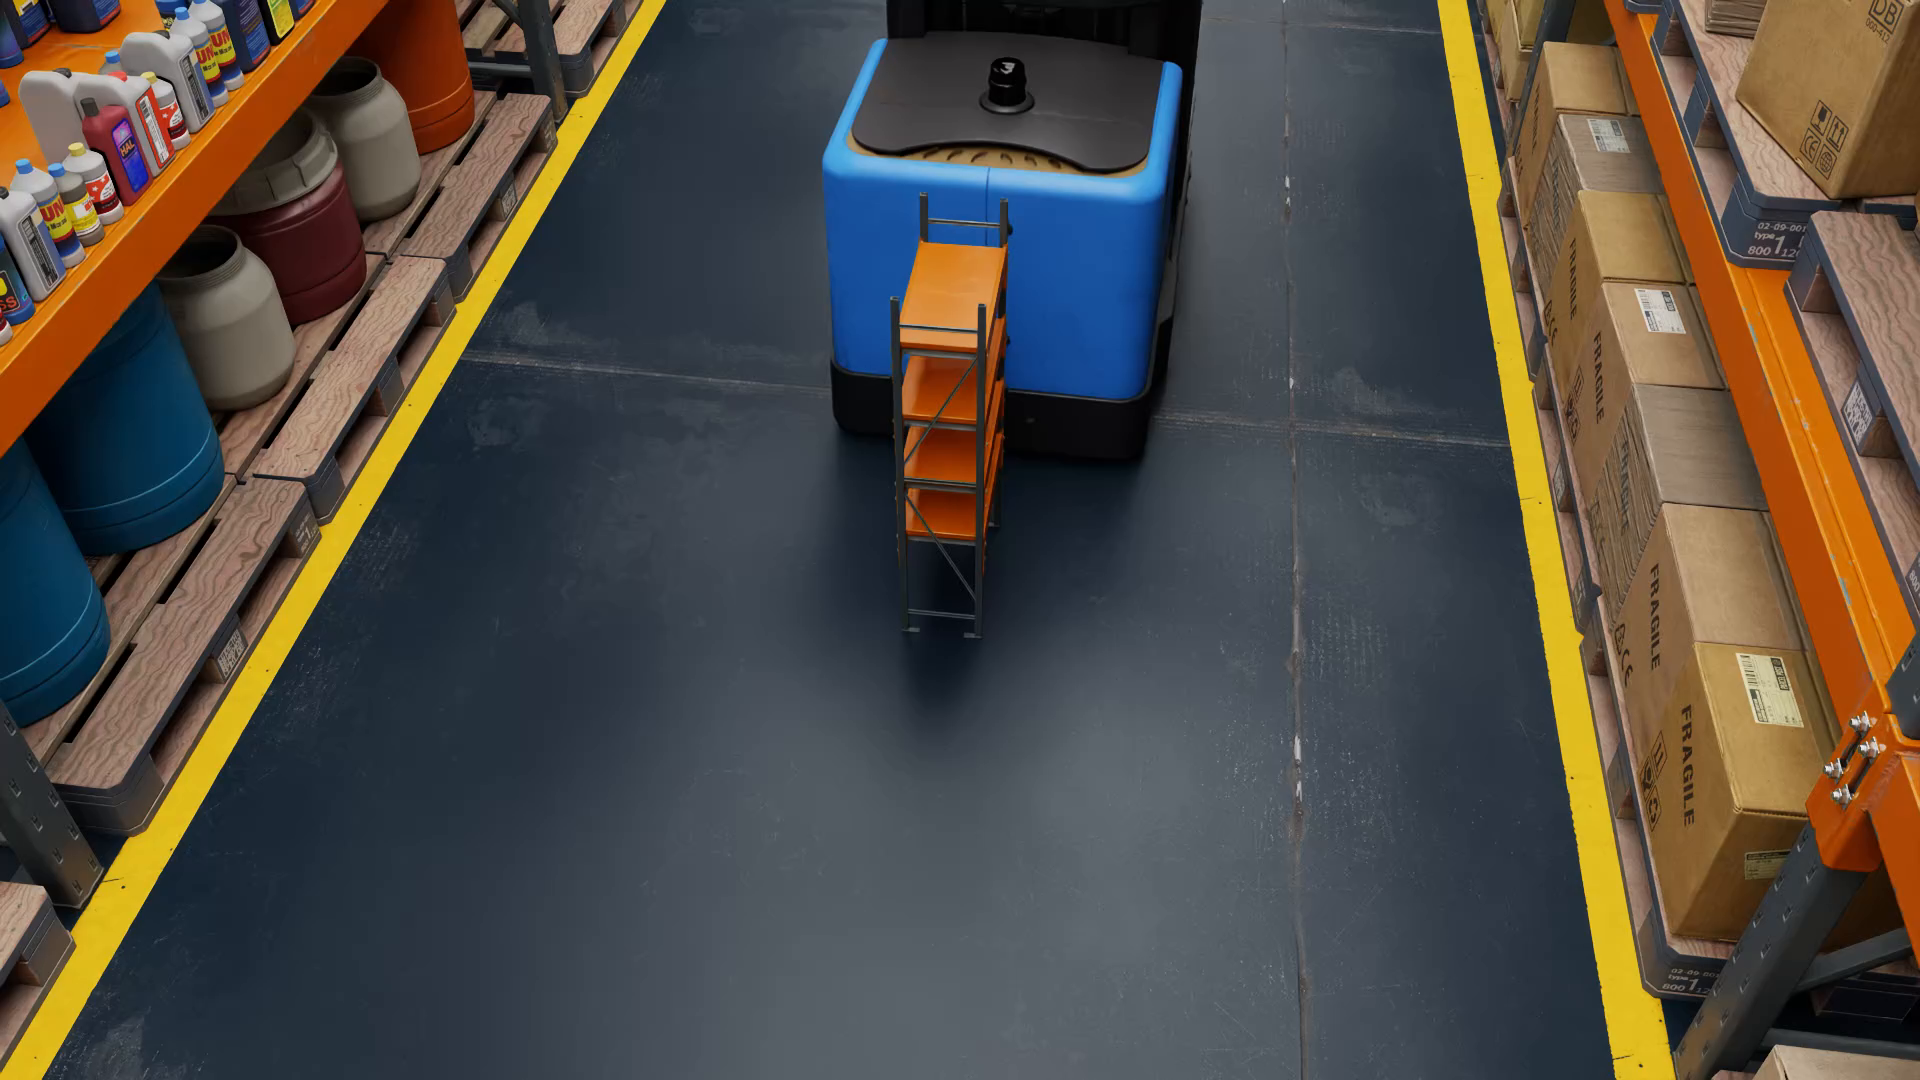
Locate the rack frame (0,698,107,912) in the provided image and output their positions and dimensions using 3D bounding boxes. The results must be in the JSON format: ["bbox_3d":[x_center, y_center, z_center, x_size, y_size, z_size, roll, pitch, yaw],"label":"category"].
[{"bbox_3d":[-2.730,-0.228,3.309,1.000,3.000,0.127,5,44,6],"label":"rack frame"}]

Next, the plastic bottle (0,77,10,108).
[{"bbox_3d":[-2.709,-1.323,4.559,0.097,0.271,0.097,0,43,0],"label":"plastic bottle"}]

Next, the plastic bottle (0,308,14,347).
[{"bbox_3d":[-2.244,-0.538,3.781,0.097,0.201,0.097,0,43,0],"label":"plastic bottle"}]

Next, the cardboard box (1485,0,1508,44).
[{"bbox_3d":[2.601,-2.388,7.285,0.500,0.250,0.500,5,44,5],"label":"cardboard box"}]

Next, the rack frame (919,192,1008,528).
[{"bbox_3d":[0.010,-0.489,4.894,0.240,1.200,0.015,5,44,6],"label":"rack frame"}]

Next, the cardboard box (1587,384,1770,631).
[{"bbox_3d":[2.101,-0.068,4.638,0.500,0.500,0.500,6,44,6],"label":"cardboard box"}]

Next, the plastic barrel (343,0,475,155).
[{"bbox_3d":[-2.249,-1.984,6.436,0.600,0.830,0.708,5,44,6],"label":"plastic barrel"}]

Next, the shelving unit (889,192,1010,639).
[{"bbox_3d":[-0.022,-0.323,4.718,0.258,1.200,0.503,5,44,6],"label":"shelving unit"}]

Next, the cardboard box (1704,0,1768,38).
[{"bbox_3d":[2.426,-1.645,4.427,0.700,0.500,0.500,13,45,13],"label":"cardboard box"}]

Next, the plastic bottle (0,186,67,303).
[{"bbox_3d":[-2.243,-0.713,3.912,0.152,0.276,0.135,5,44,6],"label":"plastic bottle"}]

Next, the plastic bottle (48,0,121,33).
[{"bbox_3d":[-2.619,-1.695,4.894,0.144,0.351,0.185,5,44,6],"label":"plastic bottle"}]

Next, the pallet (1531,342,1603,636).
[{"bbox_3d":[2.408,-0.154,5.260,1.003,0.211,1.213,5,44,6],"label":"pallet"}]

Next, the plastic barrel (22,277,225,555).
[{"bbox_3d":[-2.548,-0.470,4.786,0.600,0.901,0.708,5,44,6],"label":"plastic barrel"}]

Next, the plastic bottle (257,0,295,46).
[{"bbox_3d":[-2.025,-1.602,4.845,0.061,0.283,0.133,5,44,6],"label":"plastic bottle"}]

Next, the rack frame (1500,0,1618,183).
[{"bbox_3d":[2.708,-2.501,5.710,1.000,3.000,0.127,5,44,6],"label":"rack frame"}]

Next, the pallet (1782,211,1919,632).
[{"bbox_3d":[2.393,-0.240,3.462,1.003,0.211,1.213,5,44,6],"label":"pallet"}]

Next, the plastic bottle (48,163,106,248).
[{"bbox_3d":[-2.187,-0.829,4.088,0.097,0.201,0.097,0,43,0],"label":"plastic bottle"}]

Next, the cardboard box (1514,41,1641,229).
[{"bbox_3d":[2.365,-1.469,6.118,0.500,0.500,0.500,7,44,7],"label":"cardboard box"}]

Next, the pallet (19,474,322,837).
[{"bbox_3d":[-2.587,0.262,4.819,1.003,0.211,1.213,5,44,6],"label":"pallet"}]

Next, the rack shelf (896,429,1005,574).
[{"bbox_3d":[-0.022,-0.130,4.901,0.258,0.148,0.480,5,44,6],"label":"rack shelf"}]

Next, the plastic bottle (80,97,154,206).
[{"bbox_3d":[-2.141,-1.002,4.212,0.061,0.283,0.133,5,44,6],"label":"plastic bottle"}]

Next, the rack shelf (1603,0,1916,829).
[{"bbox_3d":[2.444,-0.877,4.518,1.077,0.370,4.000,5,44,6],"label":"rack shelf"}]

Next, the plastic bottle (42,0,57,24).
[{"bbox_3d":[-2.762,-1.698,4.952,0.152,0.276,0.135,5,44,6],"label":"plastic bottle"}]

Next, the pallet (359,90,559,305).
[{"bbox_3d":[-2.264,-1.401,6.576,1.003,0.211,1.213,5,44,6],"label":"pallet"}]

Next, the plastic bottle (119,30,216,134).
[{"bbox_3d":[-2.138,-1.253,4.482,0.152,0.276,0.135,5,44,6],"label":"plastic bottle"}]

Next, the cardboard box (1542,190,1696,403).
[{"bbox_3d":[2.230,-0.771,5.380,0.500,0.500,0.500,5,44,5],"label":"cardboard box"}]

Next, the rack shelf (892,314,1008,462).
[{"bbox_3d":[-0.022,-0.436,4.611,0.258,0.148,0.480,5,44,6],"label":"rack shelf"}]

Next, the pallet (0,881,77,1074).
[{"bbox_3d":[-2.789,1.289,3.735,1.003,0.211,1.213,5,44,6],"label":"pallet"}]

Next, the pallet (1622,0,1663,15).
[{"bbox_3d":[2.688,-1.963,5.281,1.213,0.211,1.003,5,44,6],"label":"pallet"}]

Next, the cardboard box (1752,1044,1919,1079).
[{"bbox_3d":[1.909,1.308,3.323,0.500,0.311,0.500,5,44,6],"label":"cardboard box"}]

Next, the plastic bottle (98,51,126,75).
[{"bbox_3d":[-2.264,-1.225,4.506,0.097,0.201,0.097,0,43,0],"label":"plastic bottle"}]

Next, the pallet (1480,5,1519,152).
[{"bbox_3d":[2.856,-2.046,7.258,1.003,0.211,1.213,5,44,6],"label":"pallet"}]

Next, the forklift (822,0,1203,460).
[{"bbox_3d":[0.329,-2.349,5.599,1.130,2.935,3.031,7,44,7],"label":"forklift"}]

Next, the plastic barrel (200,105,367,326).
[{"bbox_3d":[-2.398,-1.126,5.706,0.600,0.588,0.708,5,44,6],"label":"plastic barrel"}]

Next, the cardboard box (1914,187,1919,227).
[{"bbox_3d":[2.492,-0.741,3.473,0.700,0.500,0.500,12,45,12],"label":"cardboard box"}]

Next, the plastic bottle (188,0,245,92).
[{"bbox_3d":[-2.083,-1.394,4.634,0.097,0.271,0.097,0,43,0],"label":"plastic bottle"}]

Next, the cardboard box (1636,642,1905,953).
[{"bbox_3d":[1.961,0.610,3.922,0.500,0.500,0.500,5,44,5],"label":"cardboard box"}]
